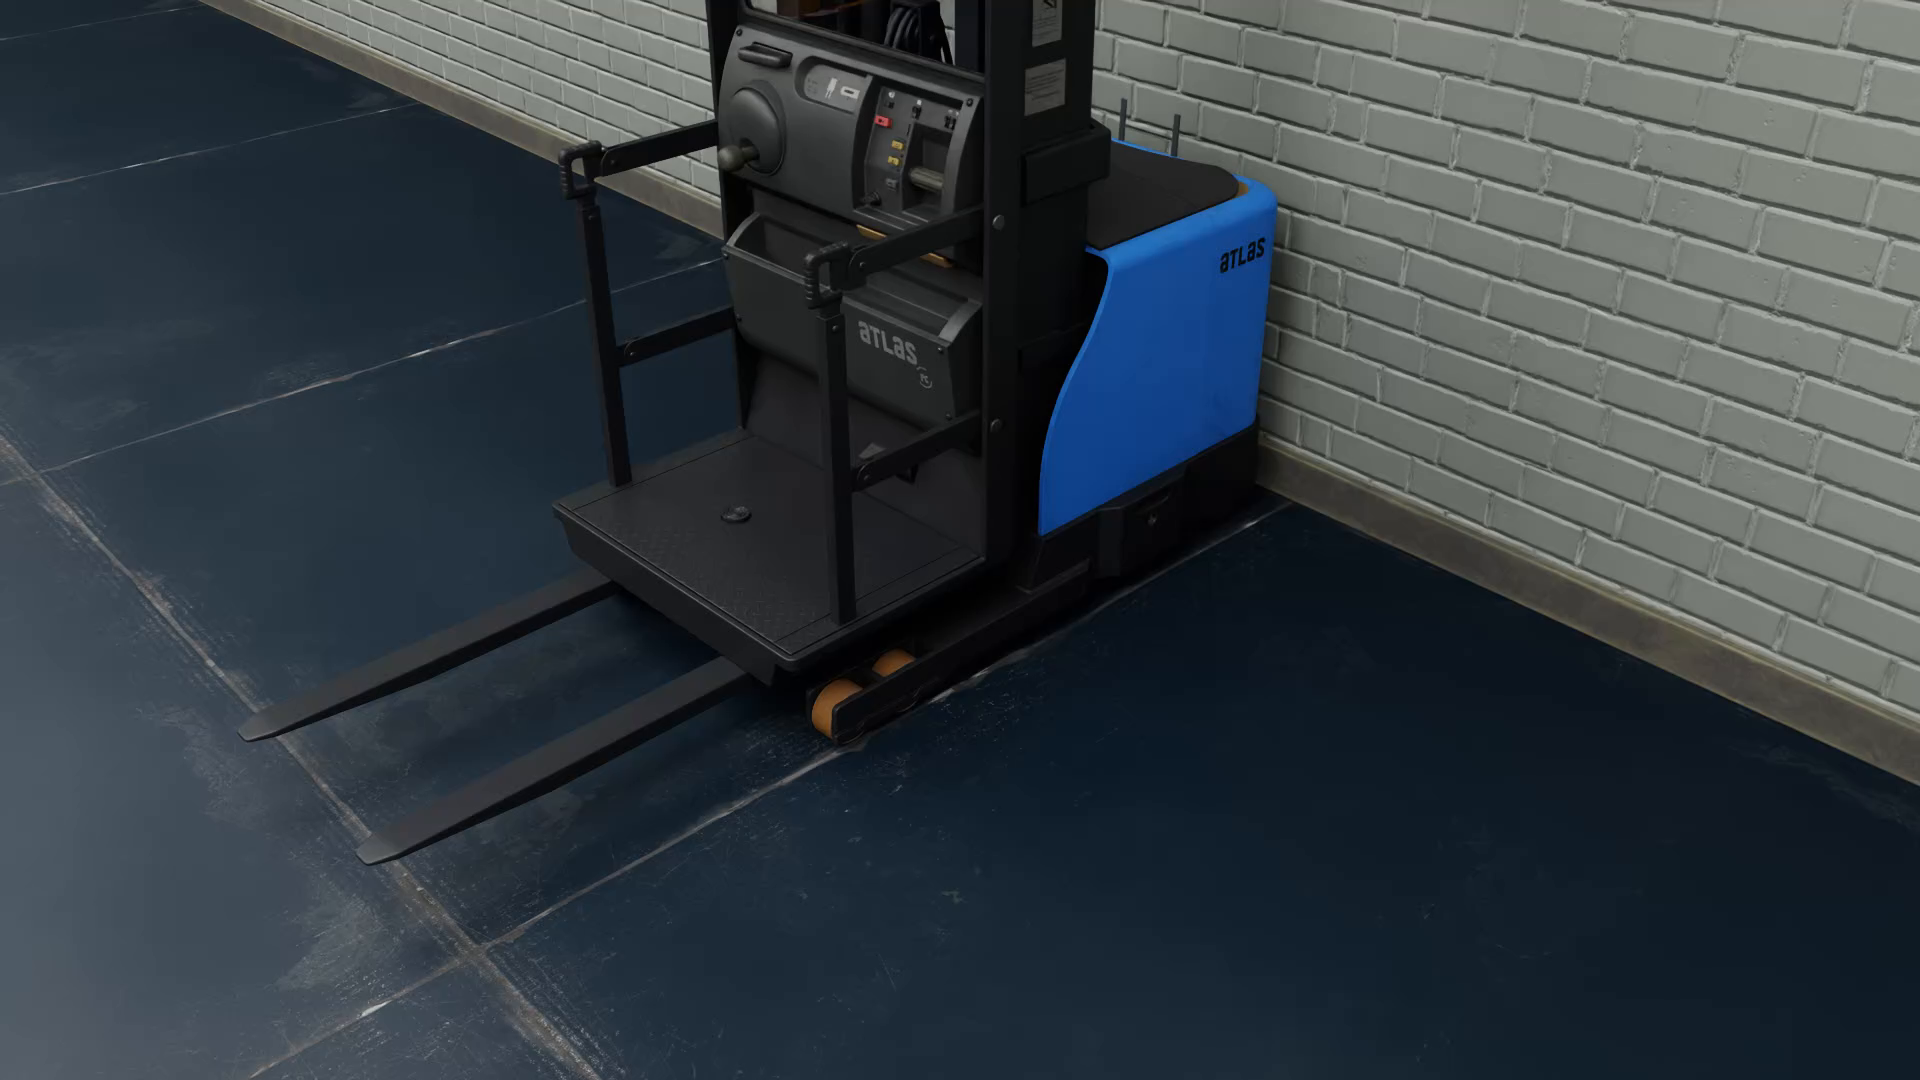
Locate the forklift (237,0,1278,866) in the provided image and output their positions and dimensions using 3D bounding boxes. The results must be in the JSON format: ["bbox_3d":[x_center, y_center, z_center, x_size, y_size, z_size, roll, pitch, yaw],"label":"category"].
[{"bbox_3d":[-0.452,-1.021,4.110,3.031,2.935,1.130,-27,40,-37],"label":"forklift"}]

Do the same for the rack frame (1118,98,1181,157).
[{"bbox_3d":[0.574,-0.818,5.431,0.006,1.200,0.240,-24,38,-37],"label":"rack frame"}]

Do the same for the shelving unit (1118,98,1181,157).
[{"bbox_3d":[0.641,-0.848,5.486,0.189,1.200,0.258,-24,38,-37],"label":"shelving unit"}]
